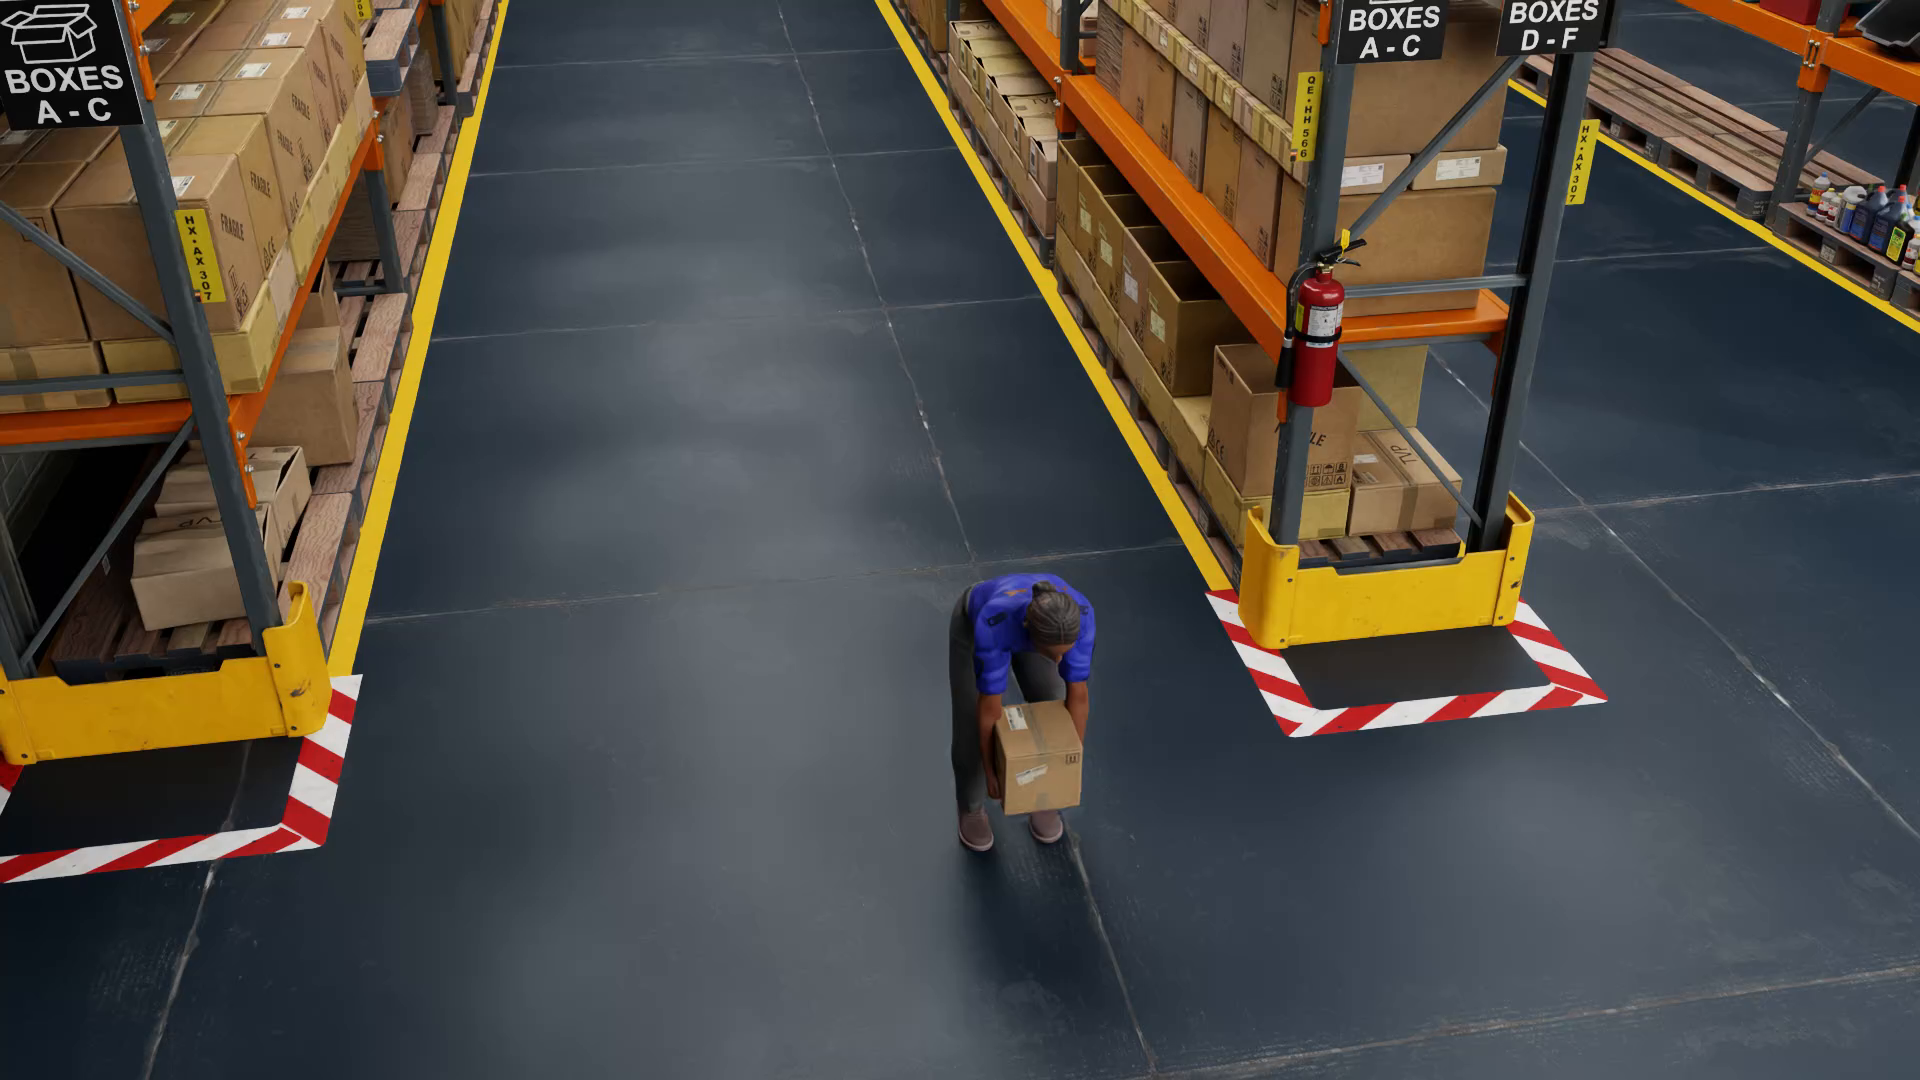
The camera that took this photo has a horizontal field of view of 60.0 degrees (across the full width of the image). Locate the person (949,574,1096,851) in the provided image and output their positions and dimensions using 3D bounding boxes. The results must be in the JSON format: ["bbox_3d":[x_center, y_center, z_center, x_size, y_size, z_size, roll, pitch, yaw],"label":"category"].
[{"bbox_3d":[0.206,0.567,5.561,0.420,1.283,0.803,-6,31,-10],"label":"person"}]
